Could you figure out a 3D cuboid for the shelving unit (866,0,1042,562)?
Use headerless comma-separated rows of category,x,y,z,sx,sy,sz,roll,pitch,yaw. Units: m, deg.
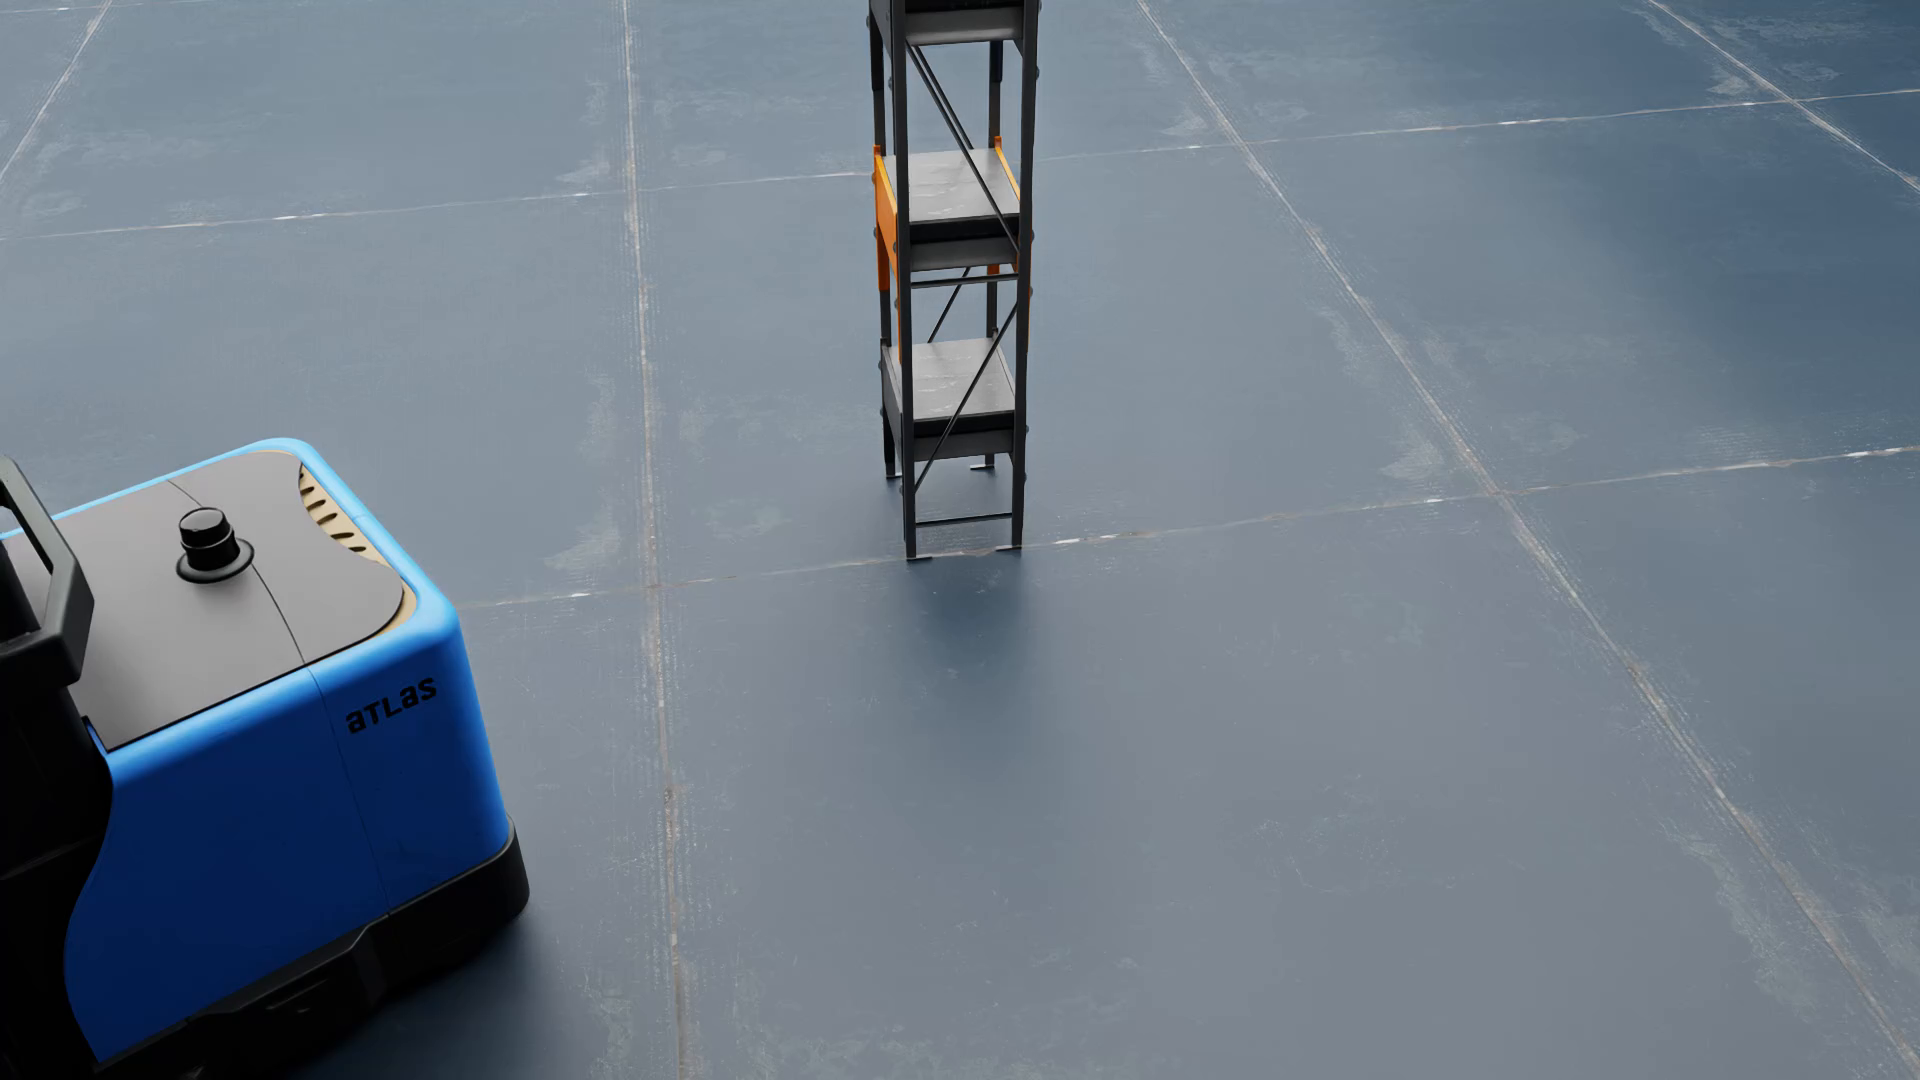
shelving unit,-0.029,-0.929,5.235,0.431,2.100,0.503,-6,38,-8

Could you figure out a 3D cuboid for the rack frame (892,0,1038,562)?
rack frame,0.014,-0.782,5.045,0.400,2.100,0.015,-6,38,-8

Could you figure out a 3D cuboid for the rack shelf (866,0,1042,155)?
rack shelf,-0.029,-1.471,4.813,0.431,0.518,0.480,-6,38,-8

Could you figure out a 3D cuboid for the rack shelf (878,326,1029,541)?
rack shelf,-0.029,-0.366,5.672,0.431,0.518,0.480,-6,38,-8

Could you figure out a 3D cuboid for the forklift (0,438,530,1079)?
forklift,-2.606,0.196,3.109,3.031,2.935,1.130,-27,45,-30

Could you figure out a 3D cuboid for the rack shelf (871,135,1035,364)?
rack shelf,-0.029,-0.918,5.243,0.431,0.518,0.480,-6,38,-8

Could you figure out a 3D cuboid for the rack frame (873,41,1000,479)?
rack frame,-0.072,-1.077,5.424,0.400,2.100,0.015,-6,38,-8
